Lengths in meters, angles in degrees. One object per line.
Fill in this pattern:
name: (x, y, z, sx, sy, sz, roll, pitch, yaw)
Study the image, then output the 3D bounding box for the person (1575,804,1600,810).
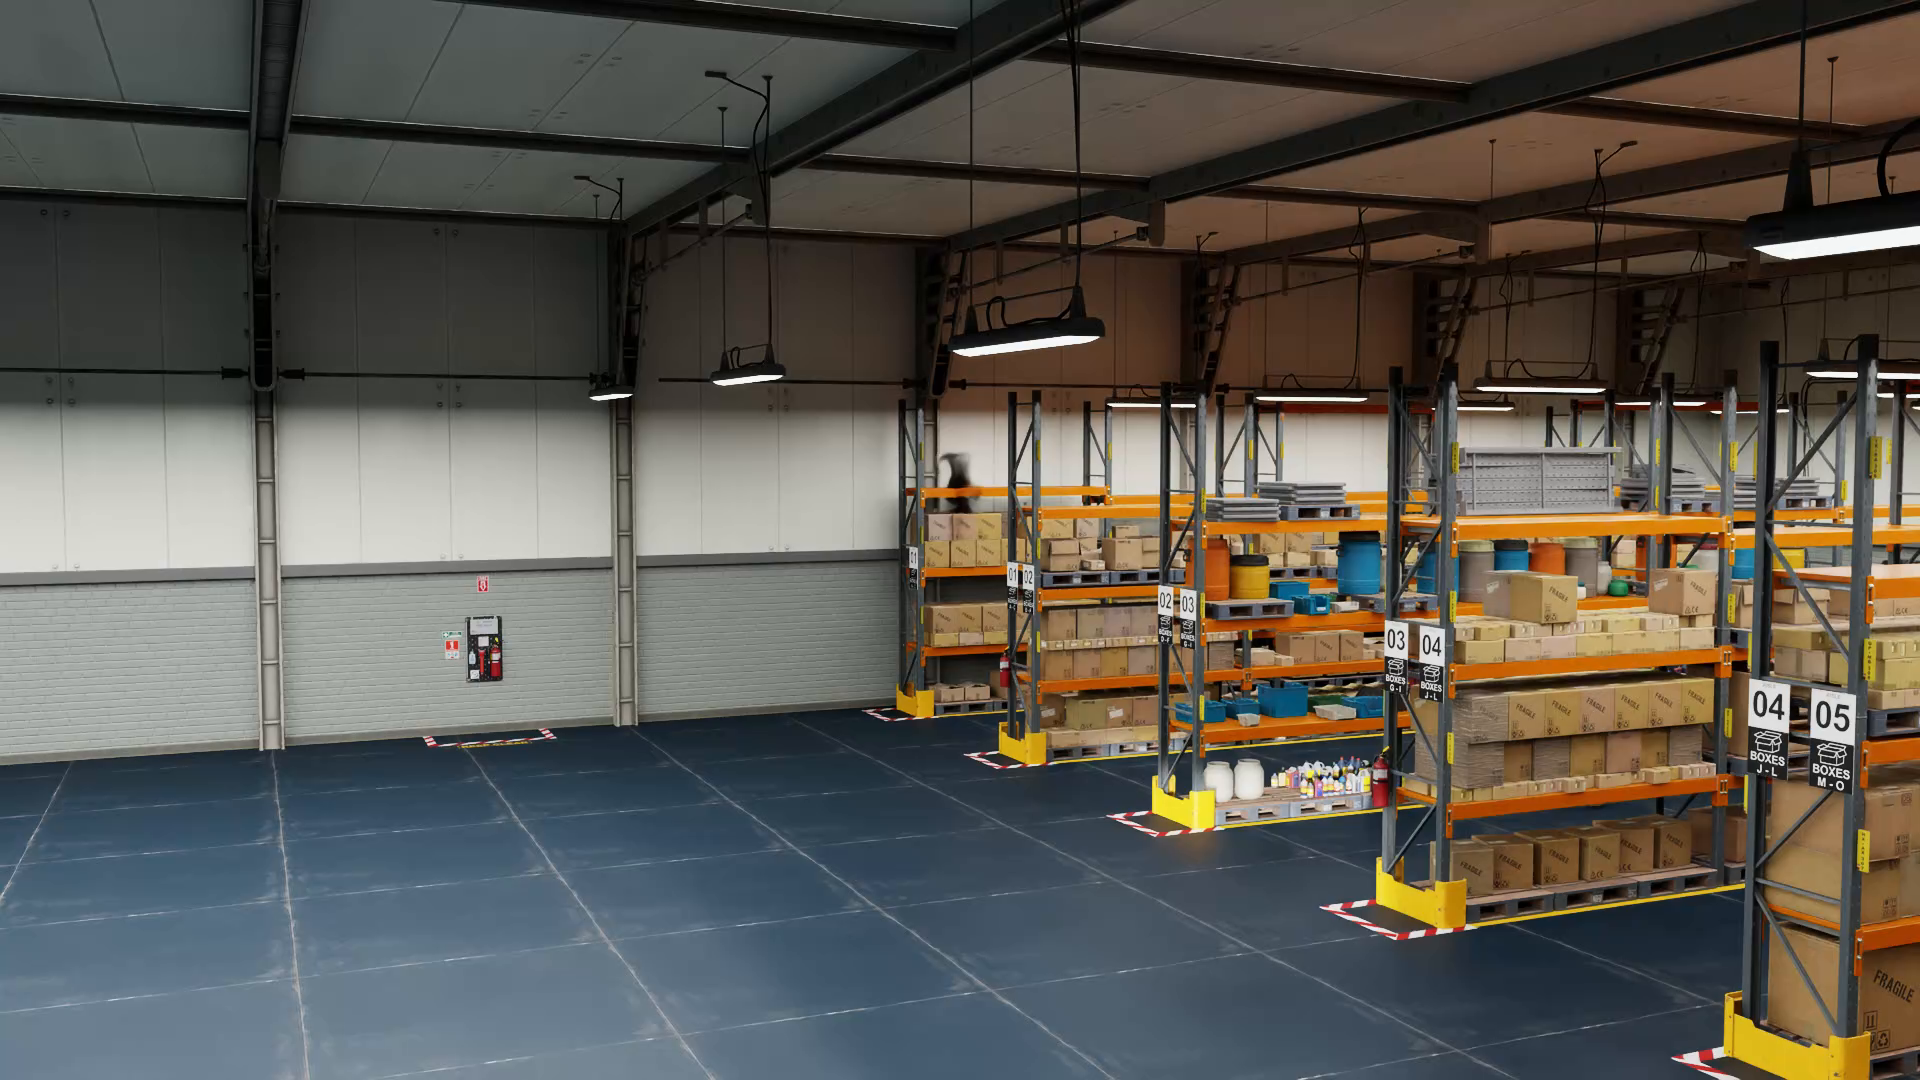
person: (8.793, 2.976, 23.390, 0.767, 1.671, 0.533, -3, 4, -41)
